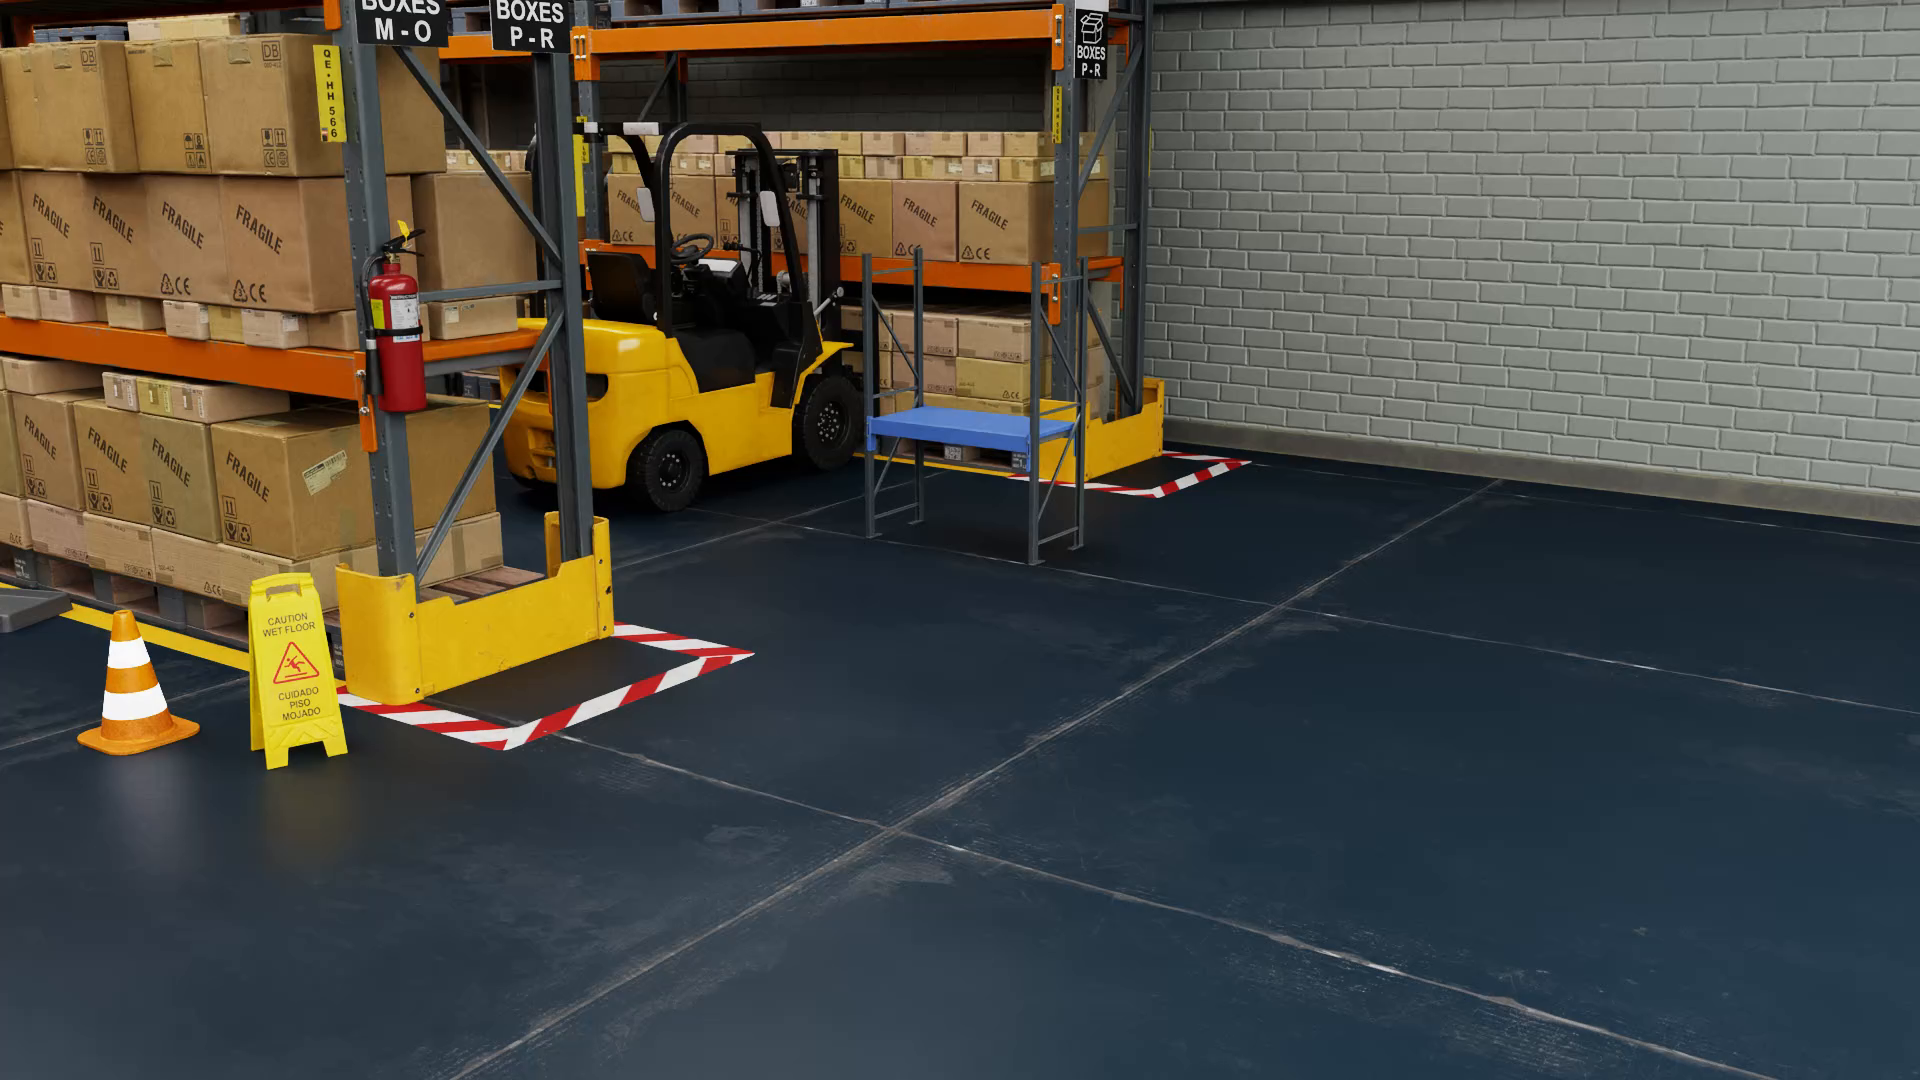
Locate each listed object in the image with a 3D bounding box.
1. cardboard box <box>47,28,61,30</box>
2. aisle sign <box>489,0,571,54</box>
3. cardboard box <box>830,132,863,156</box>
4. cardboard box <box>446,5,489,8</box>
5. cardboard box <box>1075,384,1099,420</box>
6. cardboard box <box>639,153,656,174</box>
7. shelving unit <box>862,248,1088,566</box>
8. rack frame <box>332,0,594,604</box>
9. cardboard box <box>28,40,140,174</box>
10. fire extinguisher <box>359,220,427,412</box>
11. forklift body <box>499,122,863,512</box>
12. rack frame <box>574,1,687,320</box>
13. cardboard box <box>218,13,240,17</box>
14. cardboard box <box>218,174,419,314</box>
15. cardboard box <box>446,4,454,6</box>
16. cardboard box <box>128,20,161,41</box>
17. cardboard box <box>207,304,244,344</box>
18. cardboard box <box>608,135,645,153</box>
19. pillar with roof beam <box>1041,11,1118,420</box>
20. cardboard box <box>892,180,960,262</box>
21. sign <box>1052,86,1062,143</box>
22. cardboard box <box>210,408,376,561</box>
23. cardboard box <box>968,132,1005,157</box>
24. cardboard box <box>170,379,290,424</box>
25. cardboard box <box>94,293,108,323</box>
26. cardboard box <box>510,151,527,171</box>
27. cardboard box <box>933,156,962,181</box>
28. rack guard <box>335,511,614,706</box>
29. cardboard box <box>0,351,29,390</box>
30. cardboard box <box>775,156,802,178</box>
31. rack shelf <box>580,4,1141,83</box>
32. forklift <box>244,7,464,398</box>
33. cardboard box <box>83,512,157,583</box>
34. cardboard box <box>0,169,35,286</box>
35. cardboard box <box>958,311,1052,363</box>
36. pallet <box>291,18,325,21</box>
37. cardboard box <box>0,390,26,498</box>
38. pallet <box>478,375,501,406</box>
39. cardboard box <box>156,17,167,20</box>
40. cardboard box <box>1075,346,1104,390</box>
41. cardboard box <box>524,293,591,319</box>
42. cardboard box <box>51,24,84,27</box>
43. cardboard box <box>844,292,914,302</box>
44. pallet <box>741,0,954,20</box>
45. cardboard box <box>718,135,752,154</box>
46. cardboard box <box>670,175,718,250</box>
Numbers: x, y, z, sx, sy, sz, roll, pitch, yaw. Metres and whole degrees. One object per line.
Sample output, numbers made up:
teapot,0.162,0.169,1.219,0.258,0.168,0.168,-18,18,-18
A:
cardboard box,-8.776,-5.112,16.430,0.250,0.149,0.380,9,17,33
aisle sign,-1.652,-2.268,6.333,0.004,0.787,0.394,9,17,33
cardboard box,-0.639,-2.608,10.939,0.250,0.149,0.380,10,17,34
cardboard box,-3.938,-4.341,13.277,0.250,0.166,0.380,9,17,33
cardboard box,0.592,-0.917,11.133,0.500,0.250,0.500,9,17,33
cardboard box,-2.095,-2.713,11.983,0.250,0.149,0.380,10,17,34
shelving unit,0.071,-0.717,8.597,1.048,1.500,0.538,9,17,33
rack frame,-1.876,-0.953,6.430,0.127,3.000,1.000,9,17,33
cardboard box,-3.318,-1.773,6.836,0.500,0.500,0.700,9,16,32
fire extinguisher,-2.039,-0.808,6.006,0.183,0.674,0.296,9,17,33
forklift body,-1.701,-1.422,10.090,1.214,2.155,2.313,9,17,33
rack frame,-2.428,-2.479,12.597,0.127,3.000,1.000,9,17,33
cardboard box,-6.176,-4.592,14.372,0.250,0.149,0.380,10,17,34
cardboard box,-2.480,-1.164,6.454,0.500,0.500,0.500,9,16,32
cardboard box,-4.150,-4.256,12.973,0.250,0.149,0.380,9,16,32
cardboard box,-7.142,-4.554,15.046,0.500,0.250,0.500,9,17,33
cardboard box,-2.779,-0.889,6.694,0.250,0.149,0.380,9,16,32
cardboard box,-2.329,-2.885,12.059,0.250,0.149,0.380,10,17,34
pillar with roof beam,-1.587,-4.270,7.345,0.400,9.000,9.100,9,17,33
cardboard box,-0.089,-2.077,10.761,0.500,0.500,0.500,10,17,35
sign,0.576,-2.514,9.833,0.005,0.325,0.100,9,17,33
cardboard box,-2.687,-0.241,6.843,0.500,0.500,0.500,9,17,33
cardboard box,0.254,-2.484,10.437,0.250,0.149,0.380,9,17,33
cardboard box,-3.029,-0.592,6.910,0.250,0.149,0.380,10,17,34
cardboard box,-3.564,-1.047,7.334,0.250,0.149,0.380,9,17,33
cardboard box,-3.234,-2.919,12.813,0.250,0.149,0.380,9,17,33
cardboard box,0.037,-2.372,10.606,0.250,0.149,0.380,10,17,34
rack guard,-1.939,0.250,6.771,0.348,0.500,1.175,9,17,33
cardboard box,-4.359,-0.807,7.778,0.250,0.149,0.380,10,17,35
cardboard box,-1.039,-2.536,11.268,0.250,0.149,0.380,9,16,32
rack shelf,-0.769,-3.318,11.239,4.000,0.370,1.077,9,17,33
forklift,-3.740,-1.882,10.328,1.130,2.935,3.031,-7,16,-27
cardboard box,-3.560,-0.017,7.497,0.500,0.250,0.500,8,16,31
cardboard box,-4.147,-1.435,7.550,0.500,0.500,0.500,9,17,32
cardboard box,0.335,-1.297,10.588,0.500,0.250,0.500,10,17,35
pallet,-5.134,-4.307,14.130,1.003,0.211,1.213,10,17,35
cardboard box,-4.406,-0.520,7.969,0.500,0.500,0.500,10,17,35
pallet,-3.061,-1.217,13.299,1.213,0.211,1.003,9,17,33
cardboard box,-6.994,-4.739,14.965,0.250,0.149,0.380,9,17,33
cardboard box,0.617,-1.159,11.072,0.500,0.250,0.500,10,17,34
cardboard box,-2.867,-1.598,13.105,0.625,0.625,0.875,10,17,35
cardboard box,-8.418,-4.912,15.623,0.250,0.149,0.380,9,17,34
cardboard box,-0.649,-1.605,11.833,0.500,0.250,0.500,9,16,32
pallet,-0.698,-3.620,11.144,1.213,0.211,1.003,9,17,33
cardboard box,-1.459,-2.751,11.518,0.250,0.149,0.380,9,16,32
cardboard box,-1.764,-2.350,11.865,0.500,0.500,0.500,10,17,34
